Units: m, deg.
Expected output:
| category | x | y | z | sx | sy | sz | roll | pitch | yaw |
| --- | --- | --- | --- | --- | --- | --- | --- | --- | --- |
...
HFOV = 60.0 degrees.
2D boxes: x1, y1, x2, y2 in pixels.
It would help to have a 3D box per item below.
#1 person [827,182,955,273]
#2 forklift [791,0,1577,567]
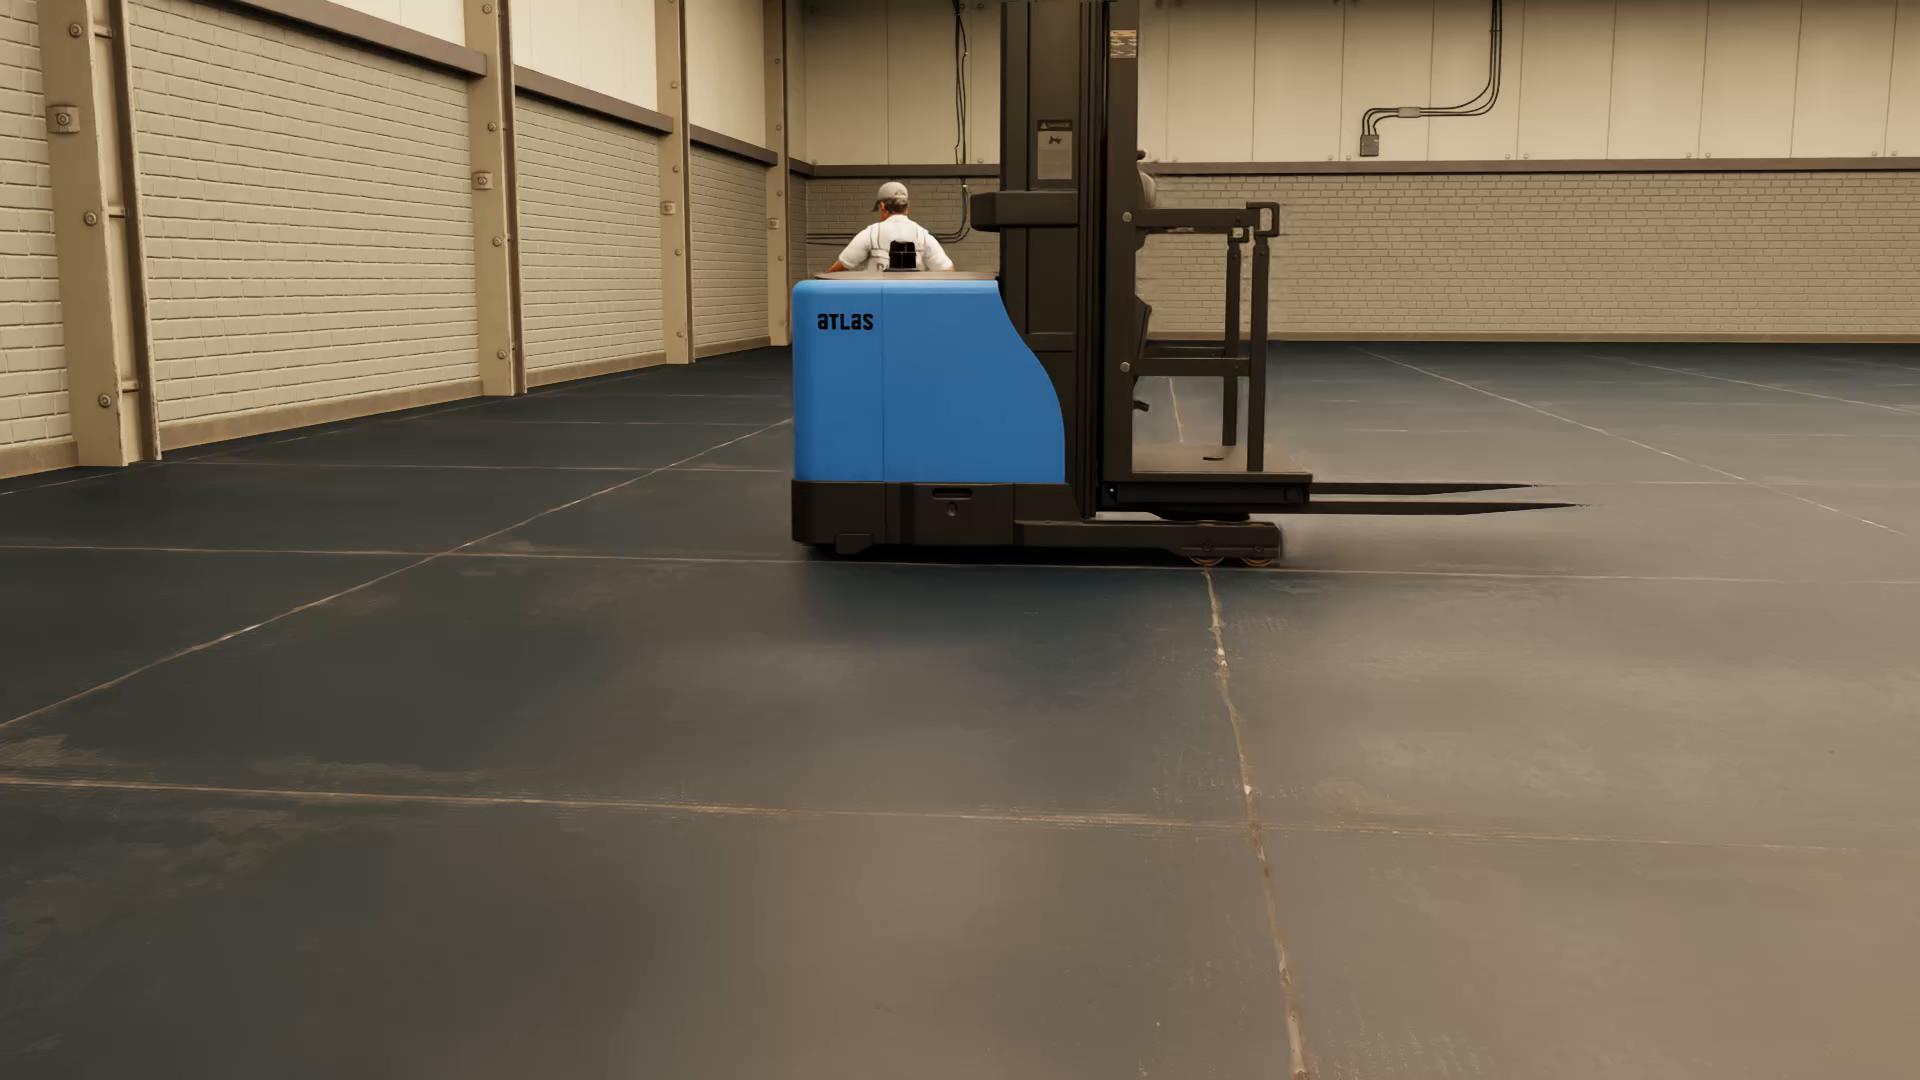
| category | x | y | z | sx | sy | sz | roll | pitch | yaw |
| --- | --- | --- | --- | --- | --- | --- | --- | --- | --- |
| person | -0.352 | -1.238 | 9.638 | 0.894 | 1.643 | 0.731 | -2 | 9 | -14 |
| forklift | 0.881 | -1.431 | 6.619 | 3.031 | 2.935 | 1.130 | 1 | 9 | 3 |
